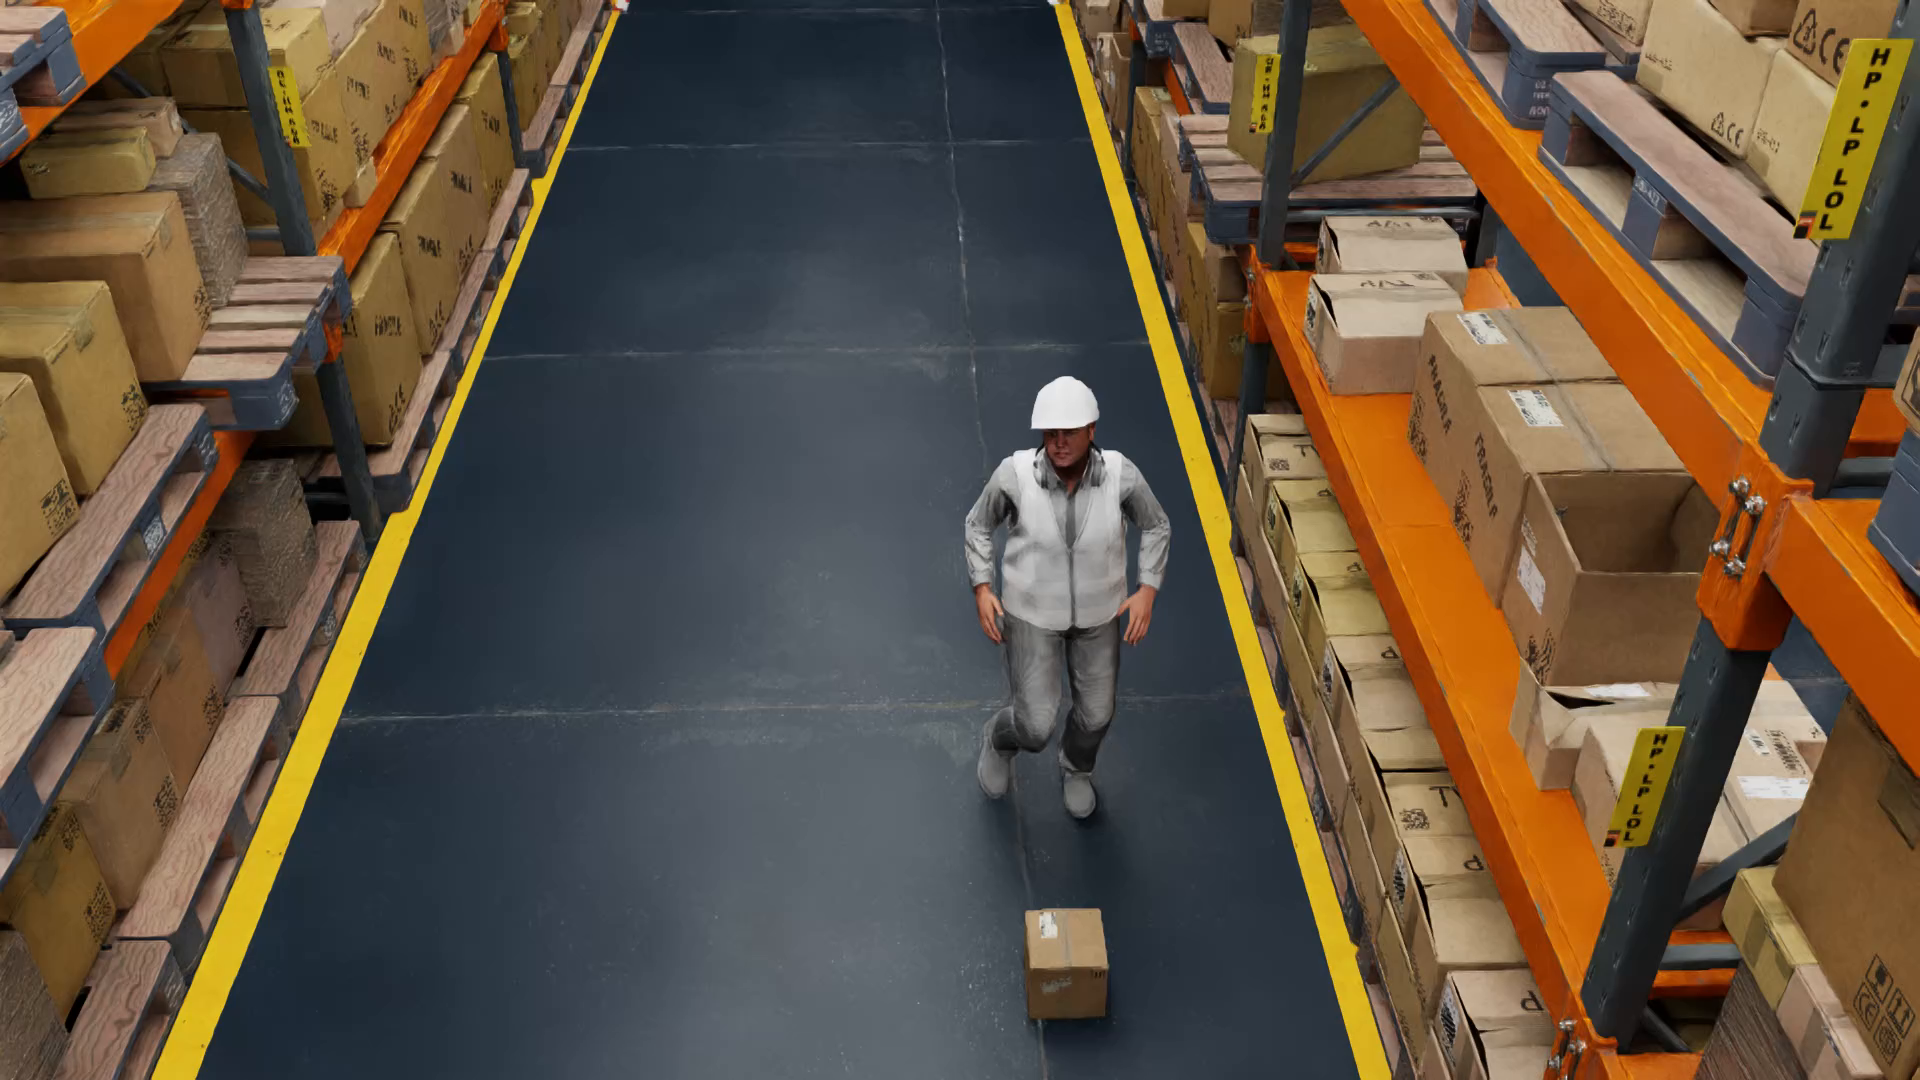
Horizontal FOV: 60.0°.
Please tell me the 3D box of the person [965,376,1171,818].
[{"bbox_3d":[0.392,0.251,5.797,0.702,1.744,0.501,-6,35,-8],"label":"person"}]
